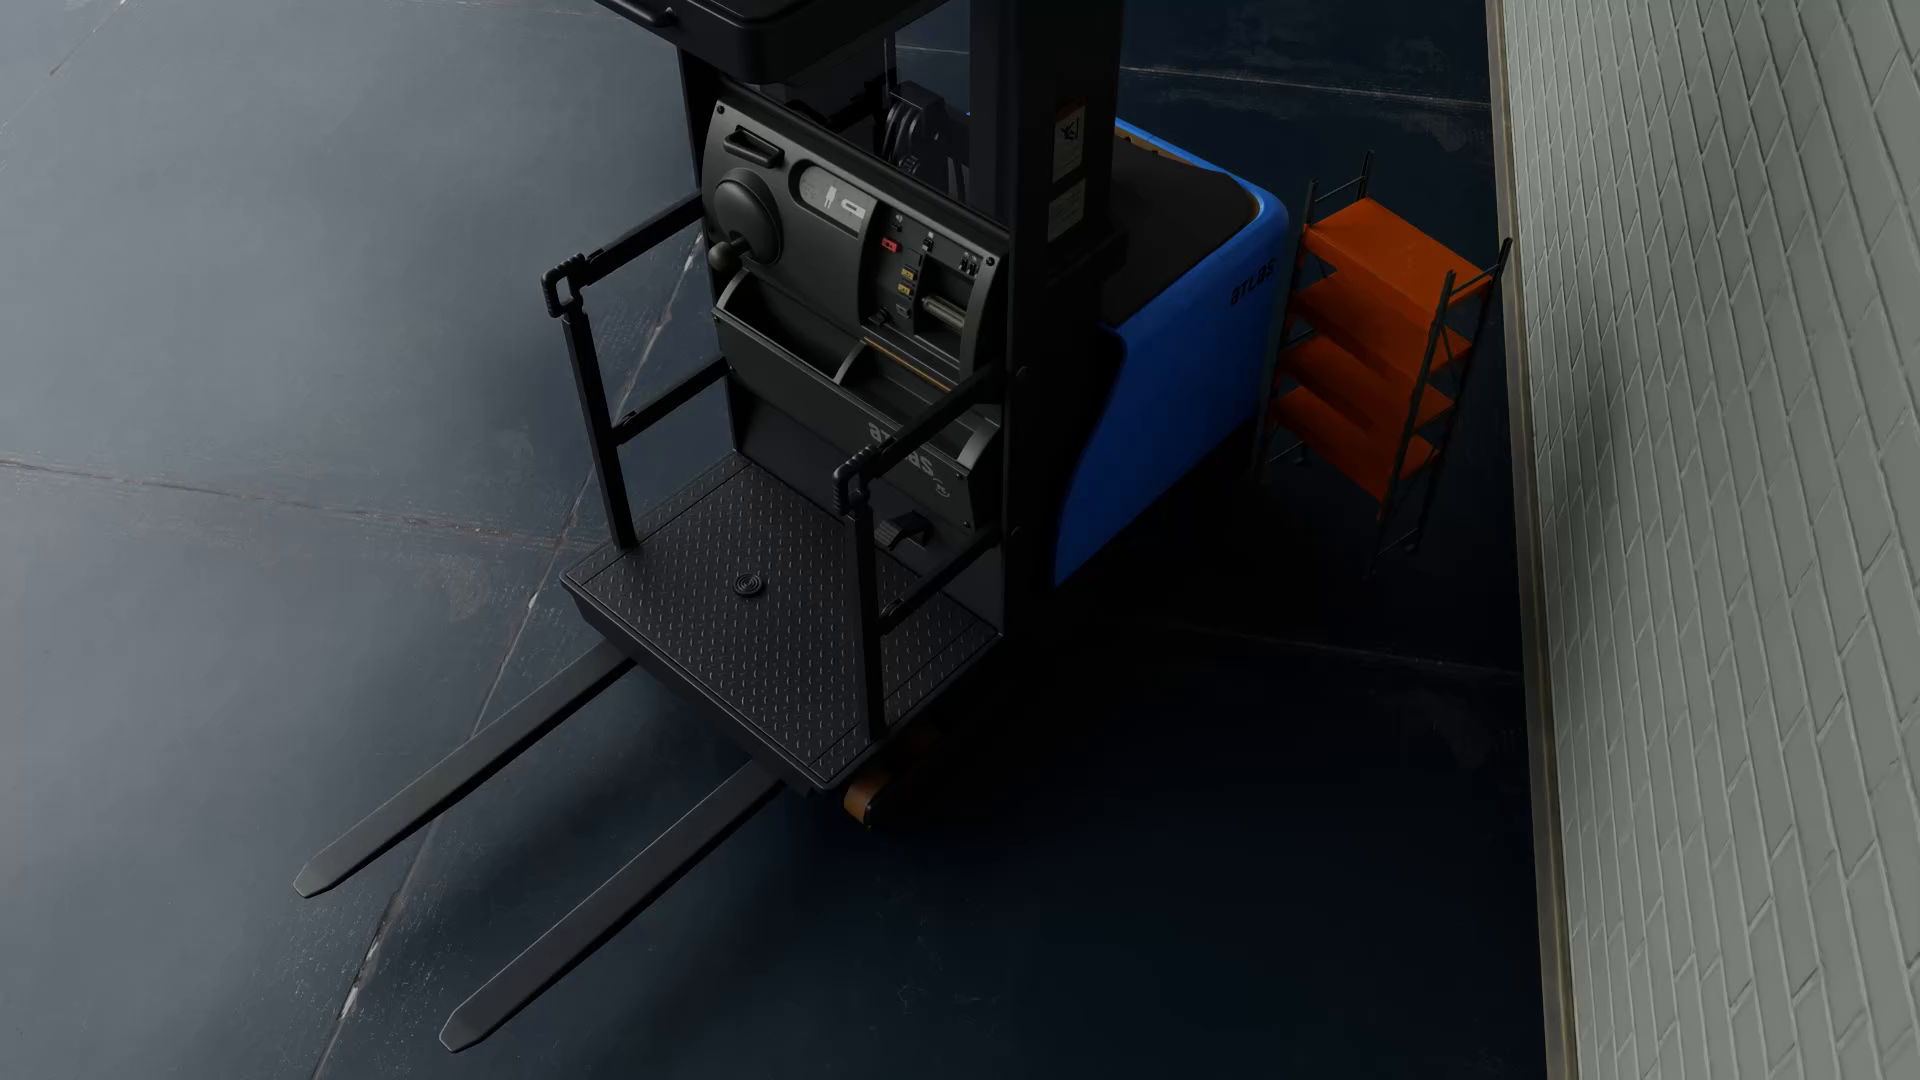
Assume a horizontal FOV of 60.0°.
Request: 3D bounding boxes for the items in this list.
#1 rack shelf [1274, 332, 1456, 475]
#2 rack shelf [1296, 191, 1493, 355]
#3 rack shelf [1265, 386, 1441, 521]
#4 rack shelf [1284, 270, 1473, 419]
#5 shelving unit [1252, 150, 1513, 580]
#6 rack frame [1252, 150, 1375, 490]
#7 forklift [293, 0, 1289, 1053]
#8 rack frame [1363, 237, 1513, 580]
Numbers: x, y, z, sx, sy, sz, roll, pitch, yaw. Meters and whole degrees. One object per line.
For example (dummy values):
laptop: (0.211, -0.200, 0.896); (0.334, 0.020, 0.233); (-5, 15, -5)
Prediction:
rack shelf: (1.197, -0.433, 4.923); (0.258, 0.148, 0.480); (-30, 55, -24)
rack shelf: (1.197, -0.741, 4.581); (0.258, 0.148, 0.480); (-30, 55, -24)
rack shelf: (1.197, -0.301, 5.071); (0.258, 0.148, 0.480); (-30, 55, -24)
rack shelf: (1.197, -0.583, 4.757); (0.258, 0.148, 0.480); (-30, 55, -24)
shelving unit: (1.197, -0.478, 4.873); (0.258, 1.200, 0.503); (-30, 55, -24)
rack frame: (1.048, -0.622, 5.002); (0.240, 1.200, 0.015); (-30, 55, -24)
forklift: (-0.417, -0.636, 3.851); (1.130, 2.935, 3.031); (34, 56, 27)
rack frame: (1.346, -0.334, 4.744); (0.240, 1.200, 0.015); (-30, 55, -24)
